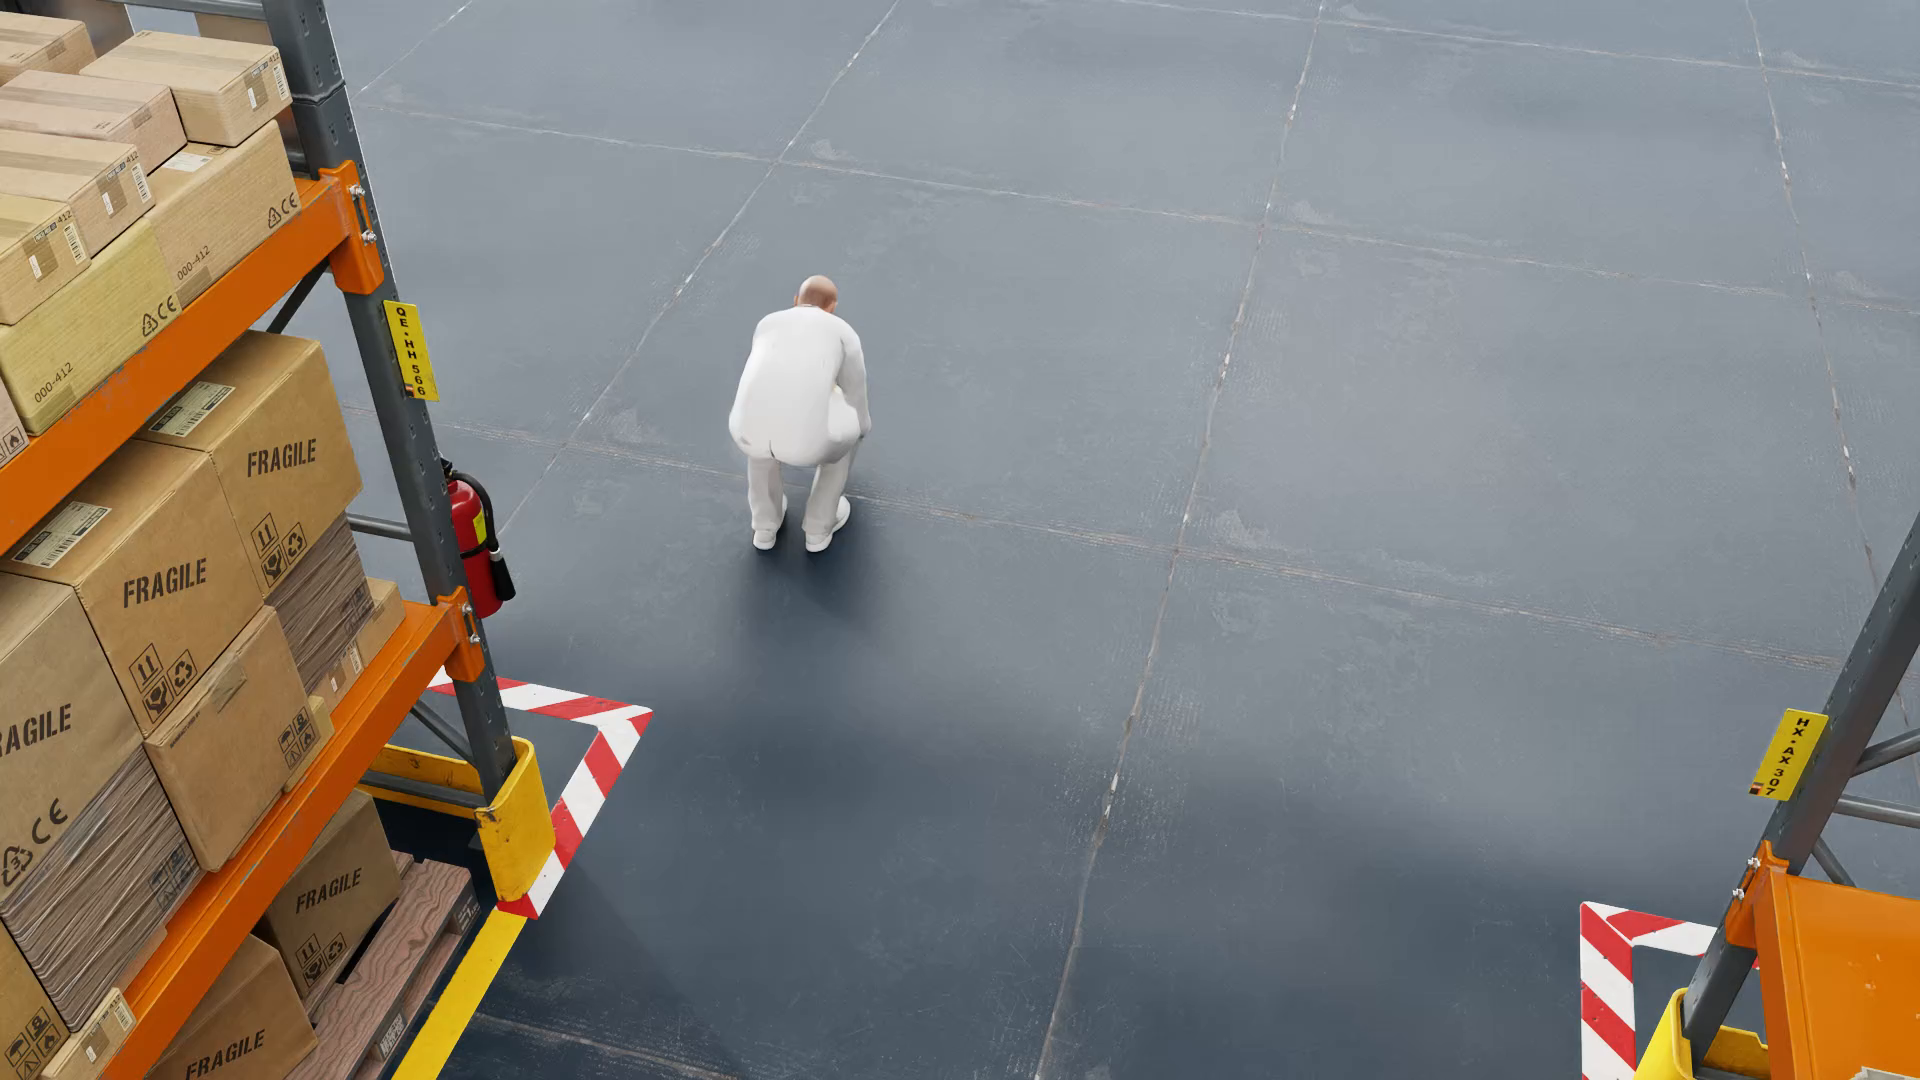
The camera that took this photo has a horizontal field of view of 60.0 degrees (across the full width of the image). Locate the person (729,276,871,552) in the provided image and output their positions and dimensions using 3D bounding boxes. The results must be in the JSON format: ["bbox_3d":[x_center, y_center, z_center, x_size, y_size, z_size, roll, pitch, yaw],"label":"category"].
[{"bbox_3d":[-0.696,-0.521,7.373,0.591,1.005,0.939,8,41,9],"label":"person"}]
